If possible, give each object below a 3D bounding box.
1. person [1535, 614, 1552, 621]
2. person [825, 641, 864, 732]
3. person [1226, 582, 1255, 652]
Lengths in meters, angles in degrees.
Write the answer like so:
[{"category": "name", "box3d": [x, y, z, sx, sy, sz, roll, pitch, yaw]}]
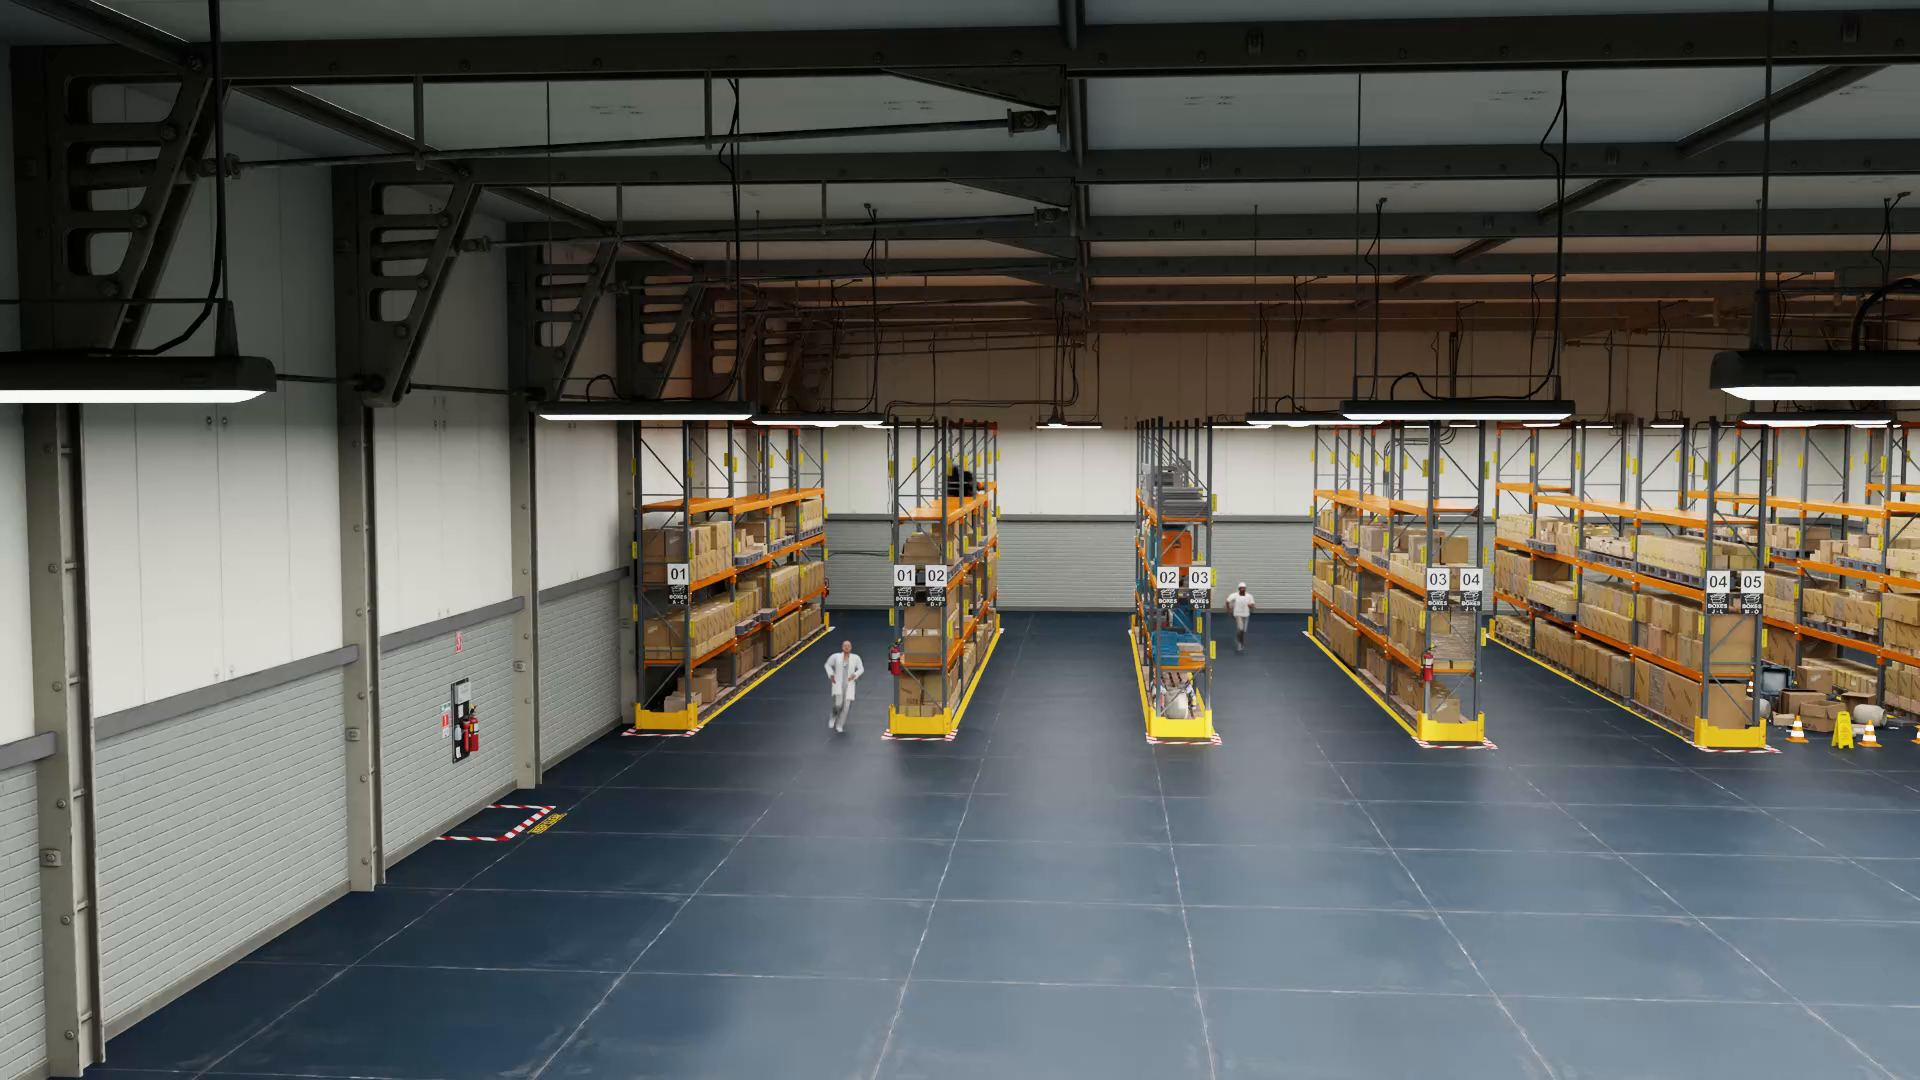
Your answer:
[{"category": "person", "box3d": [16.705, 1.782, 47.520, 0.575, 1.679, 0.657, 0, 4, 7]}, {"category": "person", "box3d": [-2.190, 2.799, 31.747, 0.731, 1.742, 0.548, -1, 4, -11]}, {"category": "person", "box3d": [7.345, 2.015, 43.362, 0.669, 1.823, 0.751, -1, 4, -11]}]
